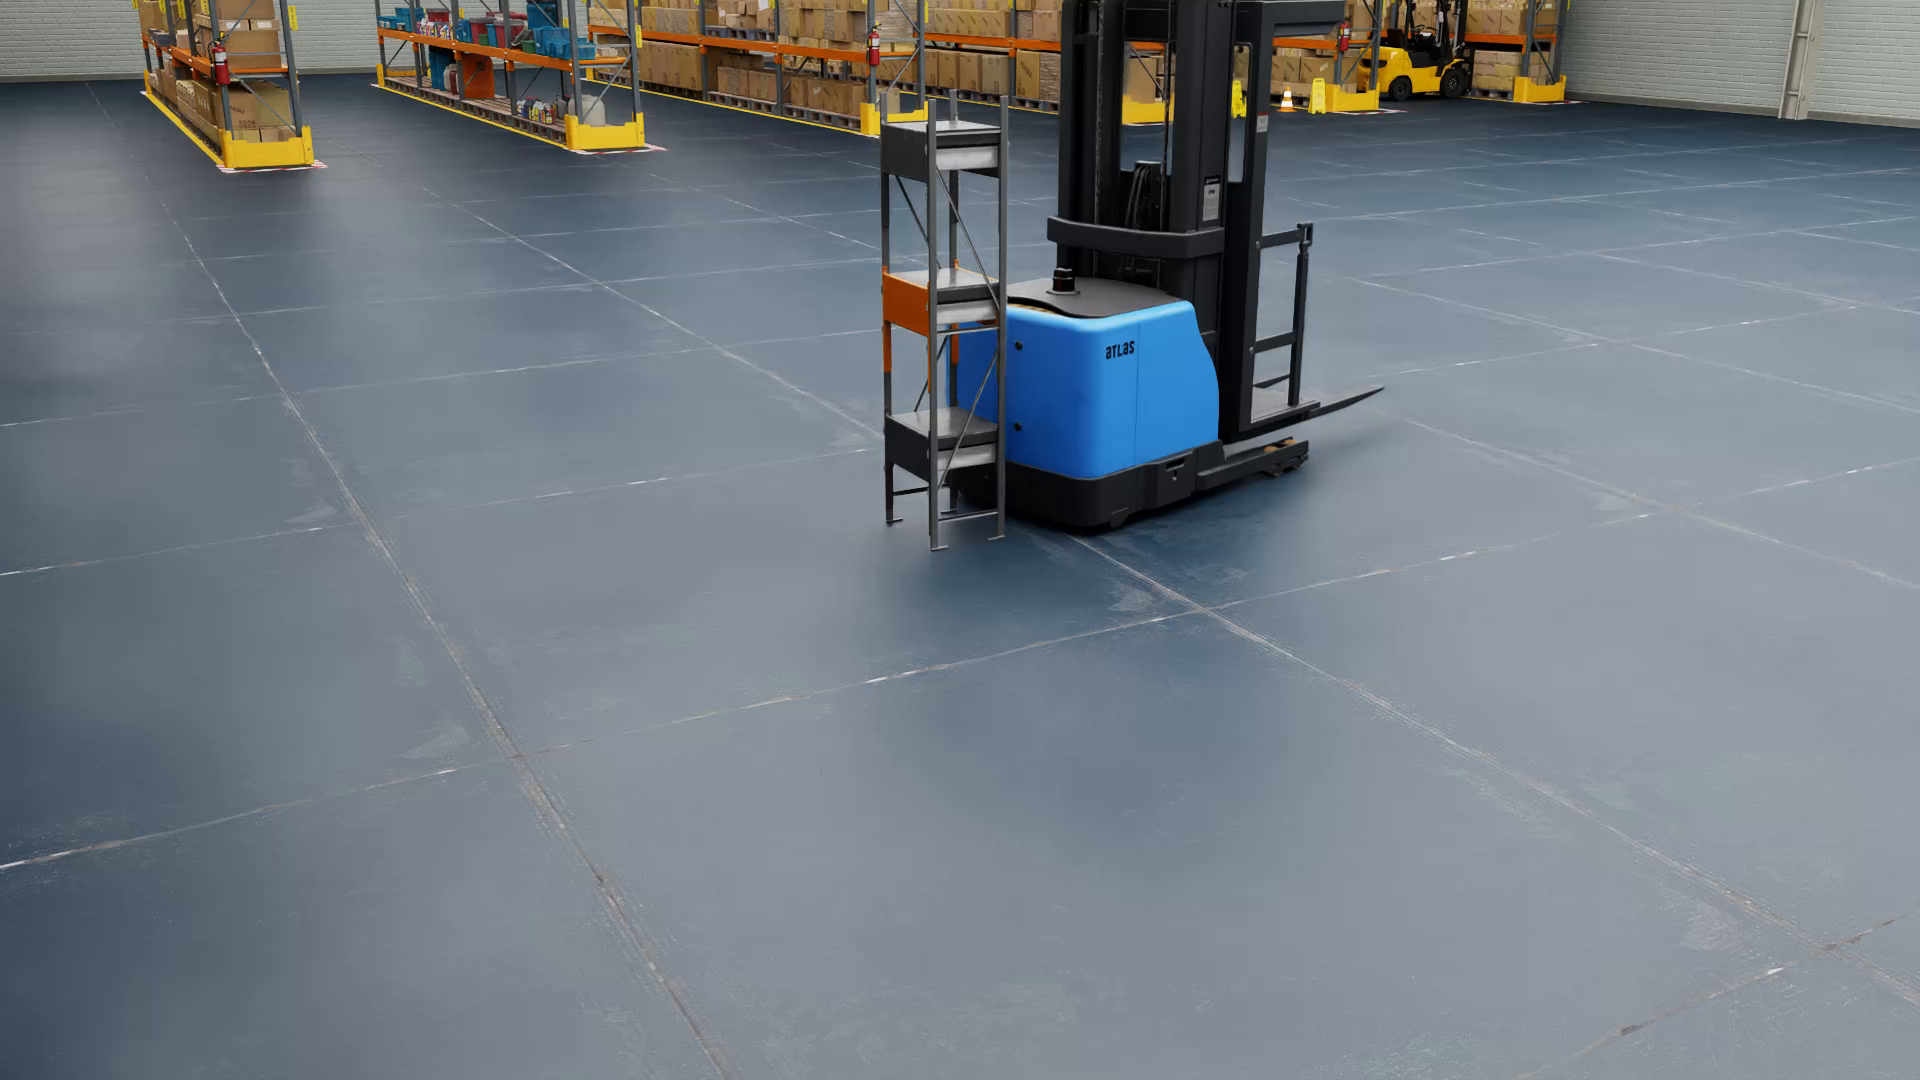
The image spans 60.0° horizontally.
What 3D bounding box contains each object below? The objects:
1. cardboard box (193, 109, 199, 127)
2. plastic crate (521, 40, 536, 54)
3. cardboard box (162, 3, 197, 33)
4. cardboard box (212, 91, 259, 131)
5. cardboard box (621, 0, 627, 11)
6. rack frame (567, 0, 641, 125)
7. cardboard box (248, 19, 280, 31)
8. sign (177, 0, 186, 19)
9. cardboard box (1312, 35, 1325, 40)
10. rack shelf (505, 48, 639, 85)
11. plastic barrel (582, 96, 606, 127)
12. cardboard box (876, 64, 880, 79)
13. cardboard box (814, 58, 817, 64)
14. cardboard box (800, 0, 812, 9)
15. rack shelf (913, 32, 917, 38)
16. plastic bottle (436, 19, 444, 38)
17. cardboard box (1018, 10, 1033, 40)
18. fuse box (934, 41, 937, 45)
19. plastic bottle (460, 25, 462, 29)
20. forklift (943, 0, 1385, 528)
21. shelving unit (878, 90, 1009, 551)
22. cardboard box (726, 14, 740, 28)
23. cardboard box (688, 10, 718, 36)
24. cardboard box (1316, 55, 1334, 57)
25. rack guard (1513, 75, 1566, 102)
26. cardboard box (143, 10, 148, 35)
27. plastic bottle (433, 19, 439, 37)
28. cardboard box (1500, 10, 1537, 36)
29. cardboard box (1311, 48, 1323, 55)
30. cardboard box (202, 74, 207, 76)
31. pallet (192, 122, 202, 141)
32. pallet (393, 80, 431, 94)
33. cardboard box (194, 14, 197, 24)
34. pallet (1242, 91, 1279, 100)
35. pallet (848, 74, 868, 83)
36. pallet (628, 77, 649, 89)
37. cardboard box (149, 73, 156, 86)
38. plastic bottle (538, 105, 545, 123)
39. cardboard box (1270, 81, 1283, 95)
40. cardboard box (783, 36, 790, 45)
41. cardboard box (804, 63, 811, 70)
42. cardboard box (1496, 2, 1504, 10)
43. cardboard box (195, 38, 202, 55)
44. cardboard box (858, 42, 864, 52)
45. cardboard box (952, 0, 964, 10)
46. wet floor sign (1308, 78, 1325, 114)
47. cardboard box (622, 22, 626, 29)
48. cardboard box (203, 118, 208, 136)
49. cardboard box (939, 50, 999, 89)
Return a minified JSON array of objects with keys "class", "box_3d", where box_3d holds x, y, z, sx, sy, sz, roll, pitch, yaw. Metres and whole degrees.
[{"class":"cardboard box","box_3d":[-12.125,-6.853,26.965,0.500,0.250,0.500,-10,22,-27]},{"class":"plastic crate","box_3d":[-6.916,-8.113,27.369,0.450,0.188,0.662,-10,21,-27]},{"class":"cardboard box","box_3d":[-13.971,-9.438,30.086,0.500,0.500,0.700,16,25,39]},{"class":"cardboard box","box_3d":[-10.290,-6.093,23.612,0.500,0.500,0.500,-10,21,-27]},{"class":"cardboard box","box_3d":[-7.440,-12.369,38.003,0.500,0.500,0.500,-10,21,-26]},{"class":"rack frame","box_3d":[-5.412,-7.498,25.262,1.000,3.000,0.127,-10,21,-27]},{"class":"cardboard box","box_3d":[-9.770,-7.232,23.343,0.380,0.149,0.250,-10,21,-27]},{"class":"sign","box_3d":[-12.146,-8.303,25.942,0.100,0.325,0.005,-10,21,-27]},{"class":"cardboard box","box_3d":[7.084,-9.811,32.351,0.380,0.149,0.250,-10,22,-27]},{"class":"rack shelf","box_3d":[-6.362,-7.732,27.044,1.077,0.370,4.000,-10,21,-27]},{"class":"plastic barrel","box_3d":[-5.792,-6.698,26.113,0.421,0.512,0.421,0,19,0]},{"class":"cardboard box","box_3d":[-1.708,-10.913,38.347,0.500,0.500,0.500,-10,21,-26]},{"class":"cardboard box","box_3d":[-3.420,-11.953,41.442,0.380,0.149,0.250,-9,21,-24]},{"class":"cardboard box","box_3d":[-2.487,-9.619,29.265,0.500,0.500,0.500,-10,21,-27]},{"class":"rack shelf","box_3d":[-1.389,-11.535,38.065,1.077,0.370,4.000,-10,21,-27]},{"class":"plastic bottle","box_3d":[-10.360,-10.202,33.173,0.144,0.351,0.185,-10,21,-27]},{"class":"cardboard box","box_3d":[1.646,-10.120,32.630,0.875,0.550,0.550,-10,21,-27]},{"class":"fuse box","box_3d":[-0.710,-15.683,50.957,0.539,1.711,0.414,-10,21,-27]},{"class":"plastic bottle","box_3d":[-10.153,-10.439,33.984,0.097,0.271,0.097,0,19,0]},{"class":"forklift","box_3d":[1.302,-1.839,8.969,1.130,2.935,3.031,18,26,42]},{"class":"shelving unit","box_3d":[-0.079,-1.040,7.927,0.431,2.100,0.503,-10,21,-27]},{"class":"cardboard box","box_3d":[-4.259,-10.173,32.599,0.500,0.250,0.500,-11,22,-28]},{"class":"cardboard box","box_3d":[-5.305,-10.712,34.424,0.500,0.500,0.500,-9,21,-25]},{"class":"cardboard box","box_3d":[7.264,-9.484,33.440,0.500,0.500,0.500,-11,22,-29]},{"class":"rack guard","box_3d":[12.046,-9.382,34.553,1.175,0.500,0.348,-10,21,-27]},{"class":"cardboard box","box_3d":[-16.671,-10.768,34.587,0.500,0.500,0.500,-10,21,-26]},{"class":"plastic bottle","box_3d":[-10.512,-10.293,33.438,0.144,0.351,0.185,-10,21,-27]},{"class":"cardboard box","box_3d":[11.570,-10.718,34.441,0.500,0.500,0.500,-11,22,-28]},{"class":"cardboard box","box_3d":[8.837,-11.575,40.074,0.875,0.625,0.625,-9,21,-25]},{"class":"cardboard box","box_3d":[-14.024,-8.524,31.393,0.500,0.500,0.500,-10,22,-27]},{"class":"pallet","box_3d":[-12.057,-6.767,27.420,1.003,0.211,1.213,-10,21,-27]},{"class":"pallet","box_3d":[-12.077,-10.180,37.311,1.003,0.211,1.213,-10,21,-27]},{"class":"cardboard box","box_3d":[-11.716,-8.127,25.937,0.380,0.149,0.250,-10,21,-27]},{"class":"pallet","box_3d":[6.118,-9.443,35.174,1.003,0.211,1.213,-10,21,-27]},{"class":"pallet","box_3d":[-1.968,-10.908,39.419,1.003,0.211,1.213,-10,21,-27]},{"class":"pallet","box_3d":[-7.044,-10.622,38.591,1.003,0.211,1.213,-10,21,-27]},{"class":"cardboard box","box_3d":[-17.125,-9.890,35.734,0.500,0.250,0.500,-10,21,-27]},{"class":"plastic bottle","box_3d":[-6.832,-6.994,27.303,0.152,0.276,0.135,-11,22,-28]},{"class":"cardboard box","box_3d":[6.555,-9.189,33.733,0.500,0.250,0.500,-11,22,-29]},{"class":"cardboard box","box_3d":[-3.008,-9.113,30.327,0.380,0.149,0.250,-10,21,-27]},{"class":"cardboard box","box_3d":[-3.679,-11.882,41.694,0.380,0.149,0.250,-11,22,-29]},{"class":"cardboard box","box_3d":[11.406,-11.133,34.649,0.380,0.149,0.250,-10,21,-26]},{"class":"cardboard box","box_3d":[-12.252,-8.041,27.041,0.396,0.266,0.258,-11,22,-28]},{"class":"cardboard box","box_3d":[-1.489,-8.268,27.879,0.380,0.149,0.250,-10,21,-27]},{"class":"cardboard box","box_3d":[0.252,-11.399,34.880,0.700,0.500,0.500,-10,22,-27]},{"class":"wet floor sign","box_3d":[6.816,-8.467,31.680,0.267,0.644,0.232,-3,19,-8]},{"class":"cardboard box","box_3d":[-7.551,-11.850,38.258,0.380,0.149,0.250,-10,21,-26]},{"class":"cardboard box","box_3d":[-11.254,-6.310,25.391,0.500,0.250,0.500,-10,21,-27]},{"class":"cardboard box","box_3d":[0.189,-9.997,35.309,1.050,0.750,0.750,-10,21,-26]}]
